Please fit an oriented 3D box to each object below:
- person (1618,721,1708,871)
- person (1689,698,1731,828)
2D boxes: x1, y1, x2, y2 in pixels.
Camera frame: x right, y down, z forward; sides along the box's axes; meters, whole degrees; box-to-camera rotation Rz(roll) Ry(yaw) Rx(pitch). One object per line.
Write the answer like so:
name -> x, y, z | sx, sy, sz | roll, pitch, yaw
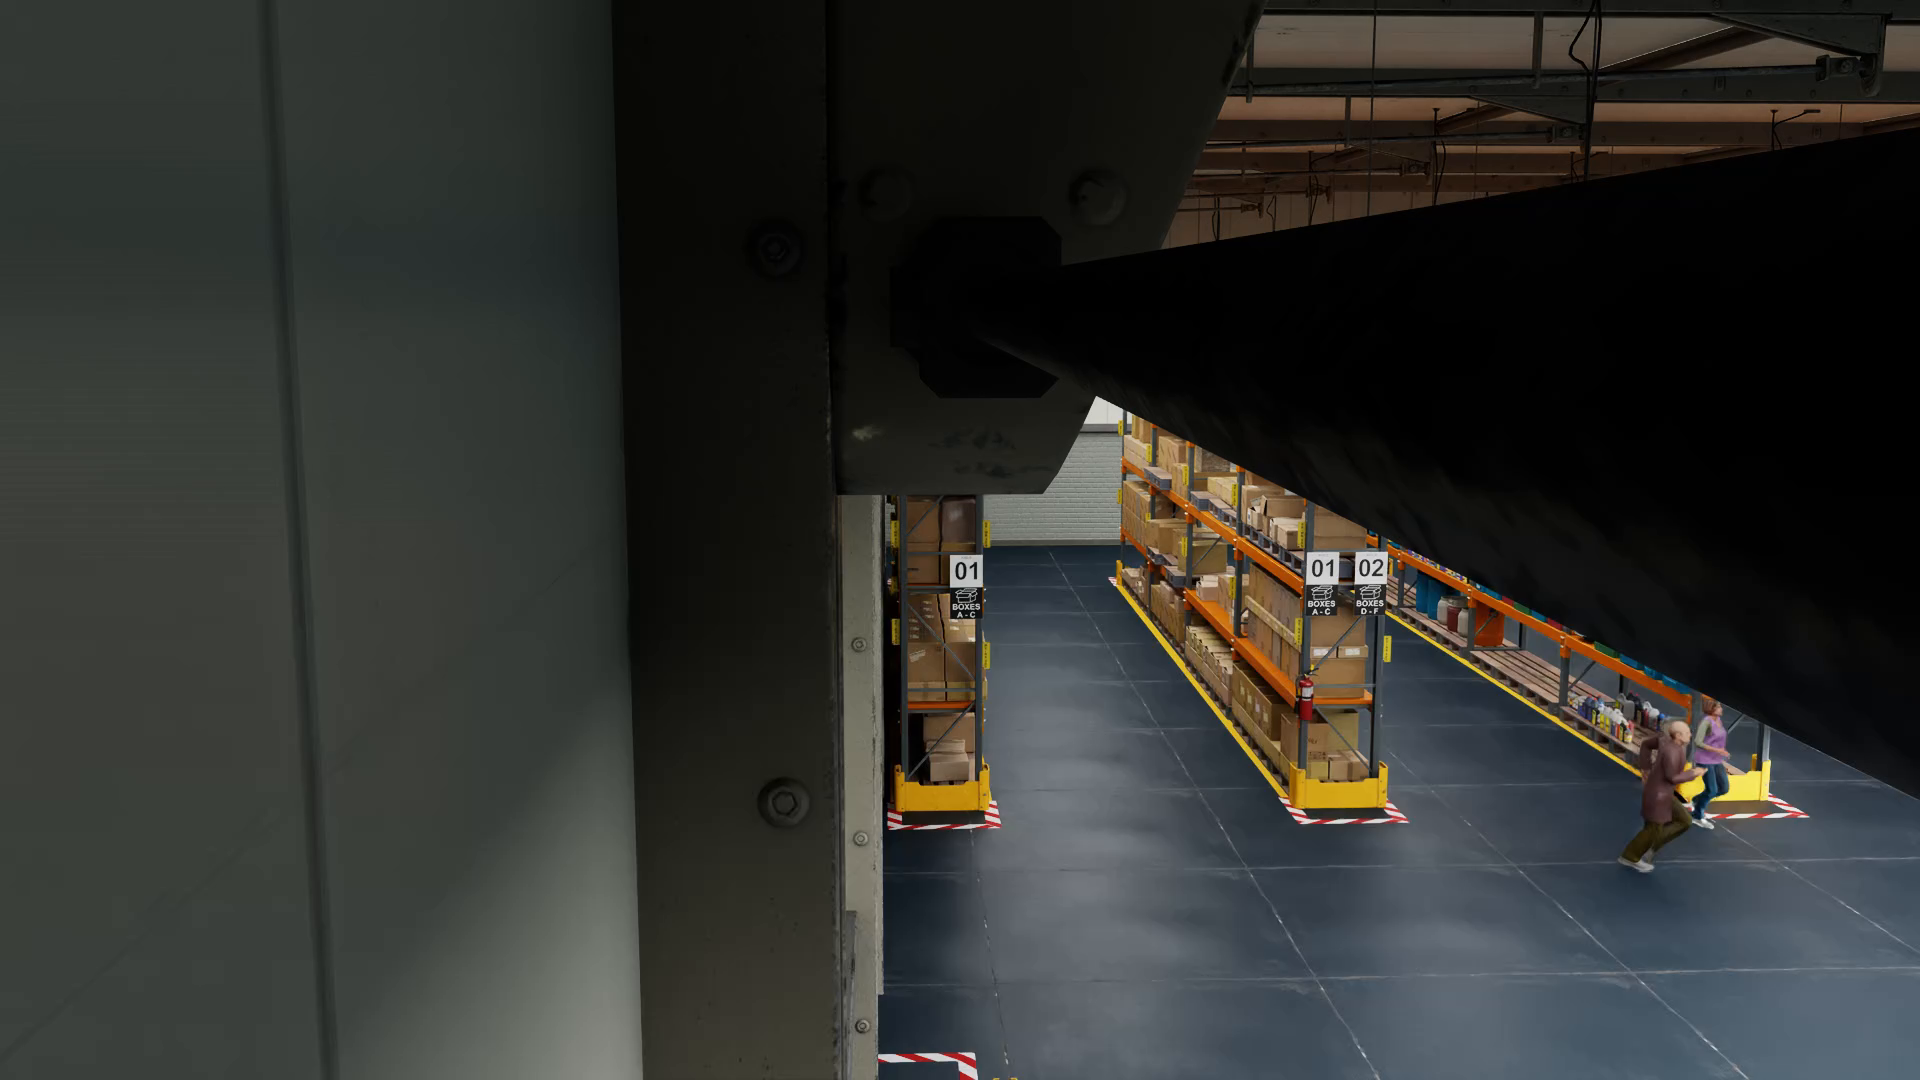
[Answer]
person -> 7.686, 2.847, 18.172 | 0.850, 1.634, 0.671 | 4, 9, 26
person -> 8.973, 2.663, 19.835 | 0.545, 1.580, 0.521 | -7, 11, -41
